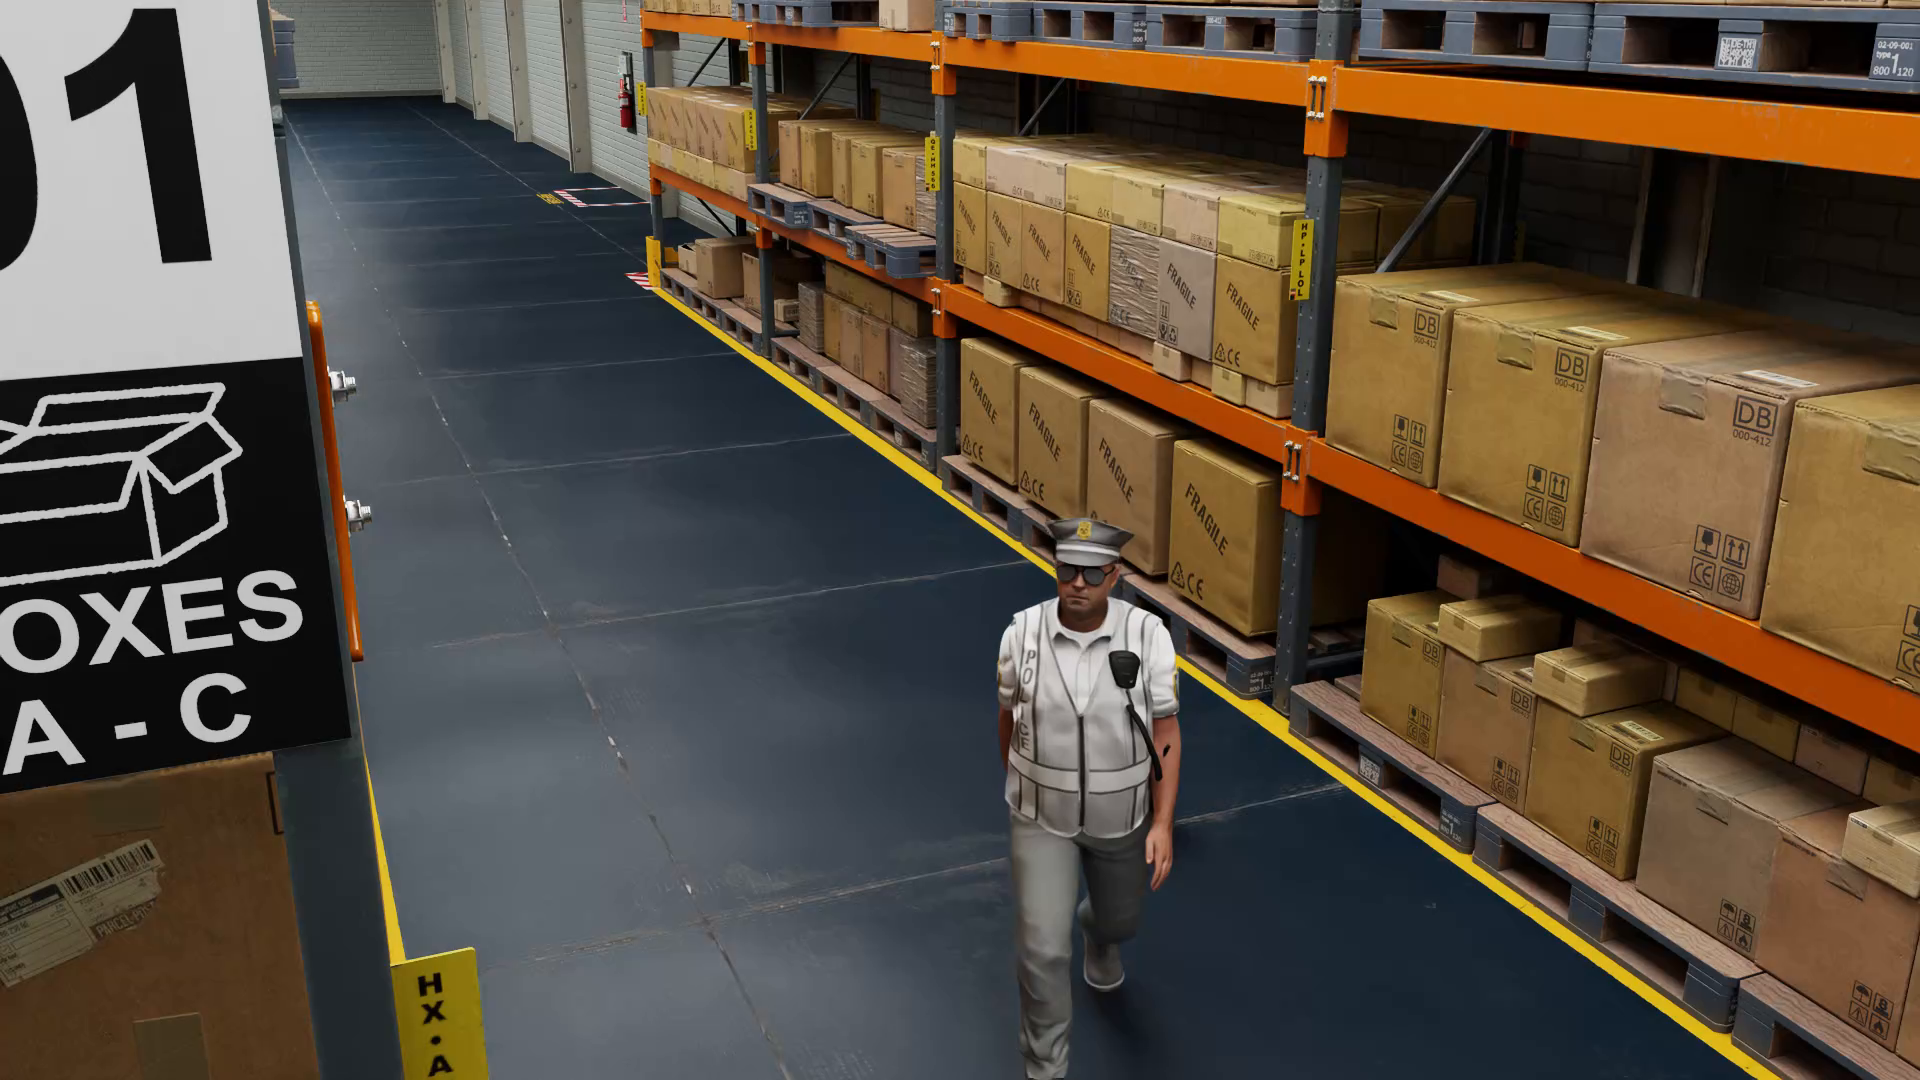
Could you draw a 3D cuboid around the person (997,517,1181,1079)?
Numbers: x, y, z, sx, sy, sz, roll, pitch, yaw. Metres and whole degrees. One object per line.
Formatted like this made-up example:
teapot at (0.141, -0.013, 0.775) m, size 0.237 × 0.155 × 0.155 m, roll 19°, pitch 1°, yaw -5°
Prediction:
person at (0.364, 0.740, 4.818) m, size 0.523 × 1.724 × 1.010 m, roll 1°, pitch 19°, yaw 2°
